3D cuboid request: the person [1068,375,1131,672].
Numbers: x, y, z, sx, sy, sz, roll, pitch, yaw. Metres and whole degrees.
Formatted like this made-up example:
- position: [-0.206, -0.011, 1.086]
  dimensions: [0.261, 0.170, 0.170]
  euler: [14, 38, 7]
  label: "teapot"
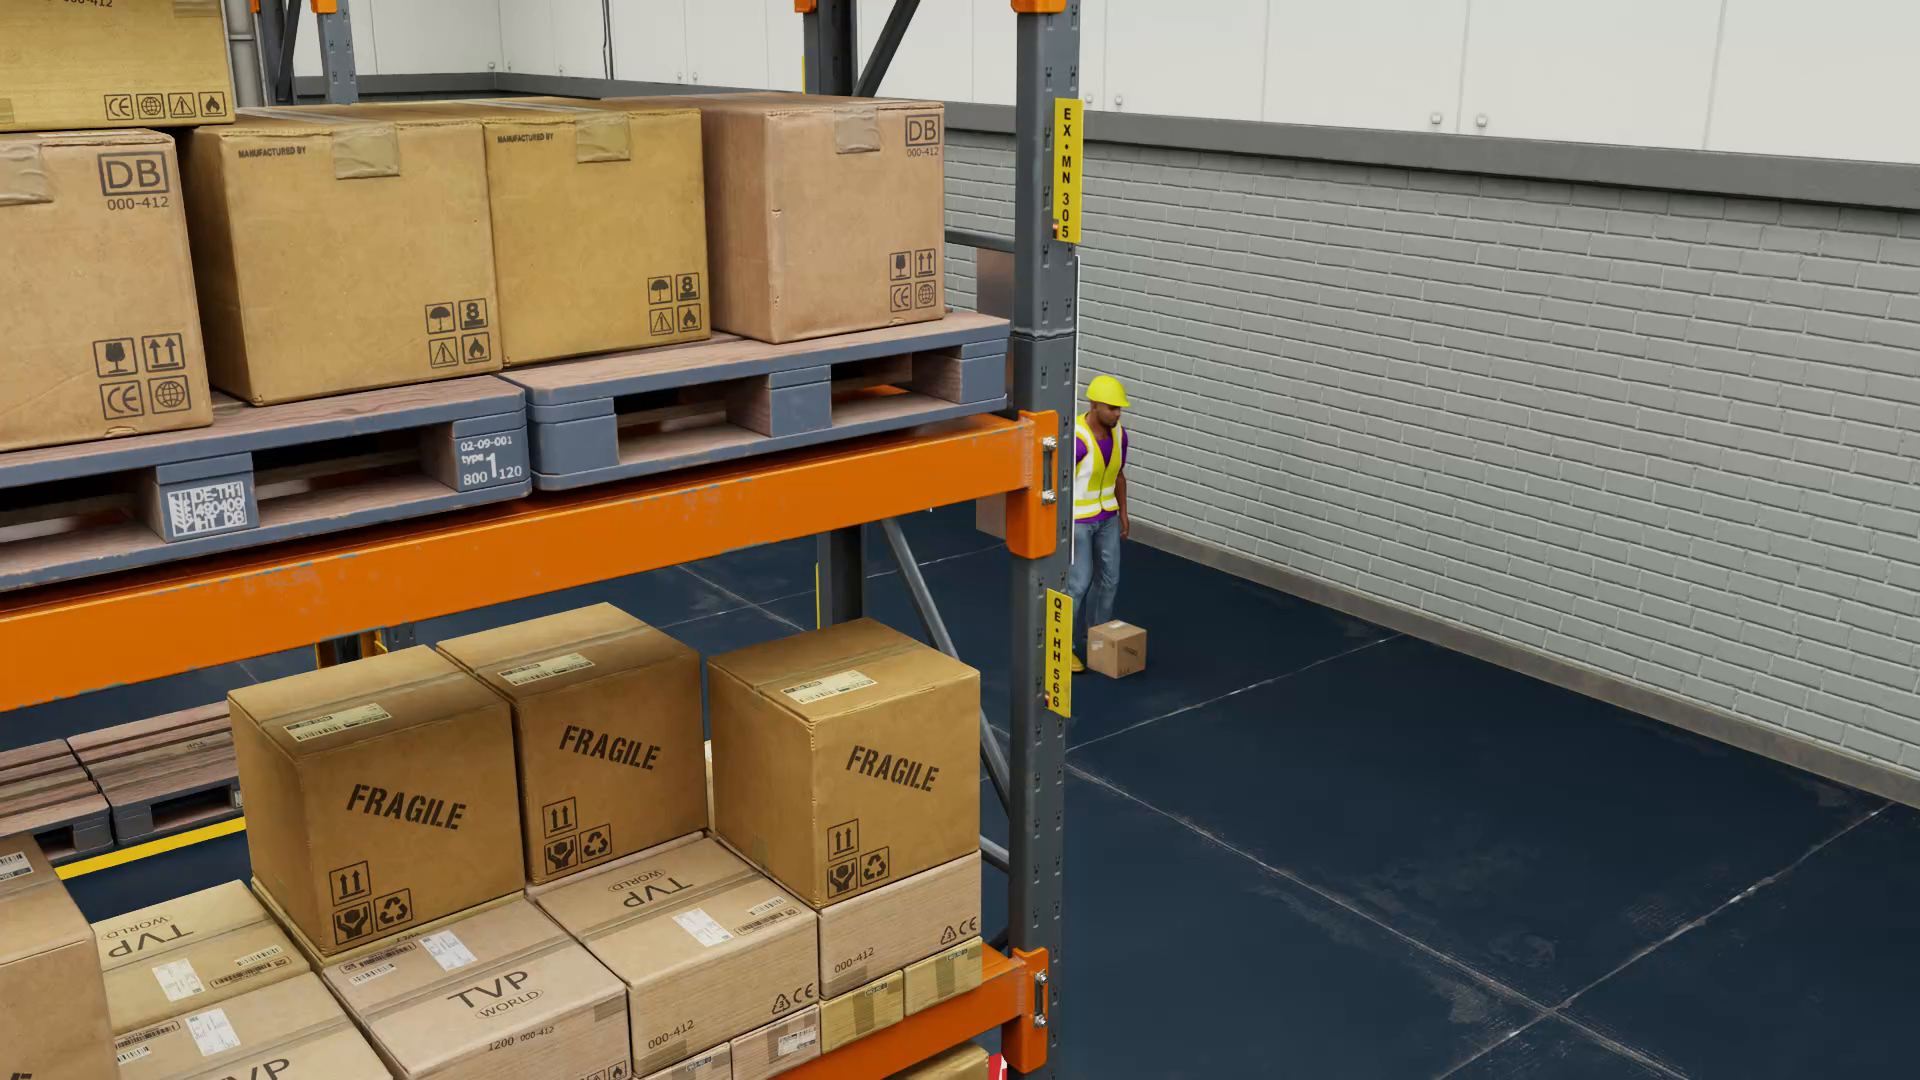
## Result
- position: [0.787, -0.118, 9.897]
  dimensions: [0.624, 1.759, 0.463]
  euler: [-15, 23, -39]
  label: "person"
